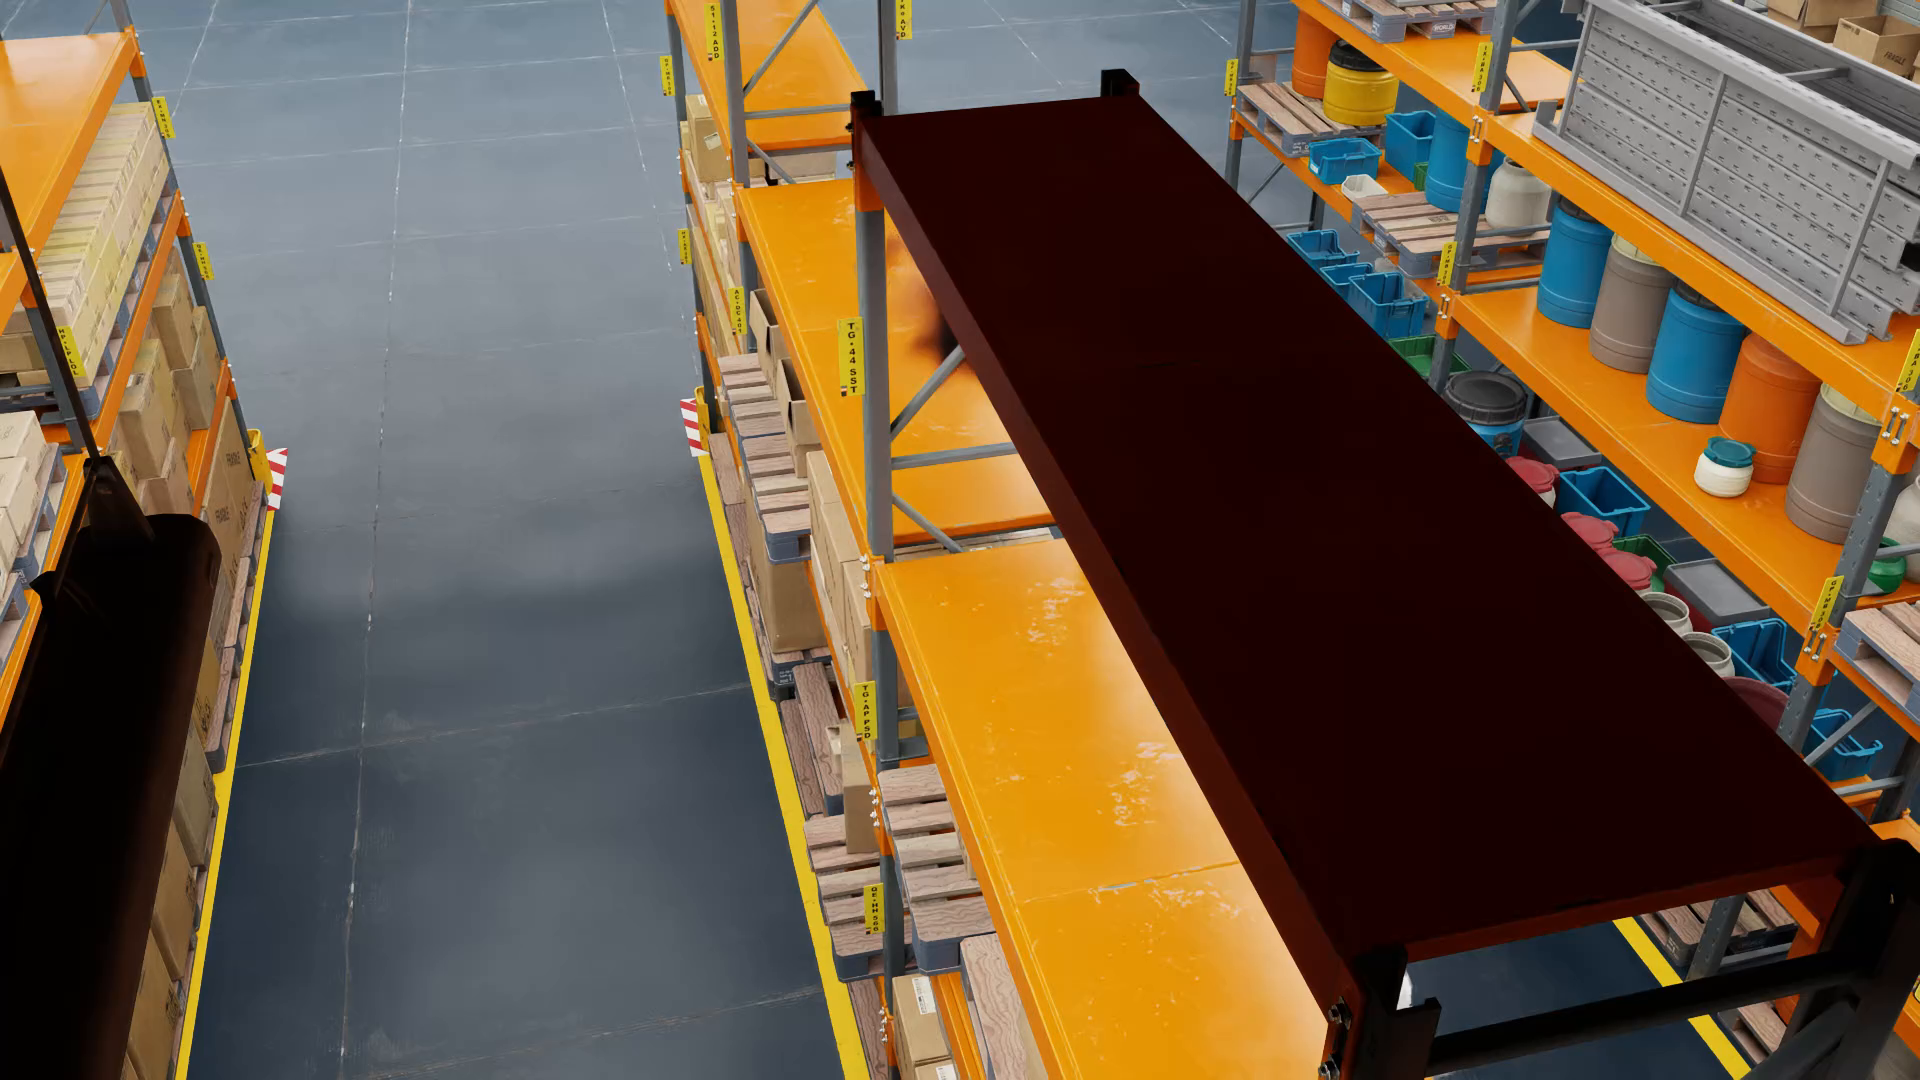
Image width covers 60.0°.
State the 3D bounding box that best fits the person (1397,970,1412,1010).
[{"bbox_3d":[2.016,2.673,8.302,0.658,1.746,0.988,-18,38,-24],"label":"person"}]

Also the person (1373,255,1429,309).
[{"bbox_3d":[4.534,-3.025,17.050,0.818,1.637,0.616,1,34,1],"label":"person"}]
